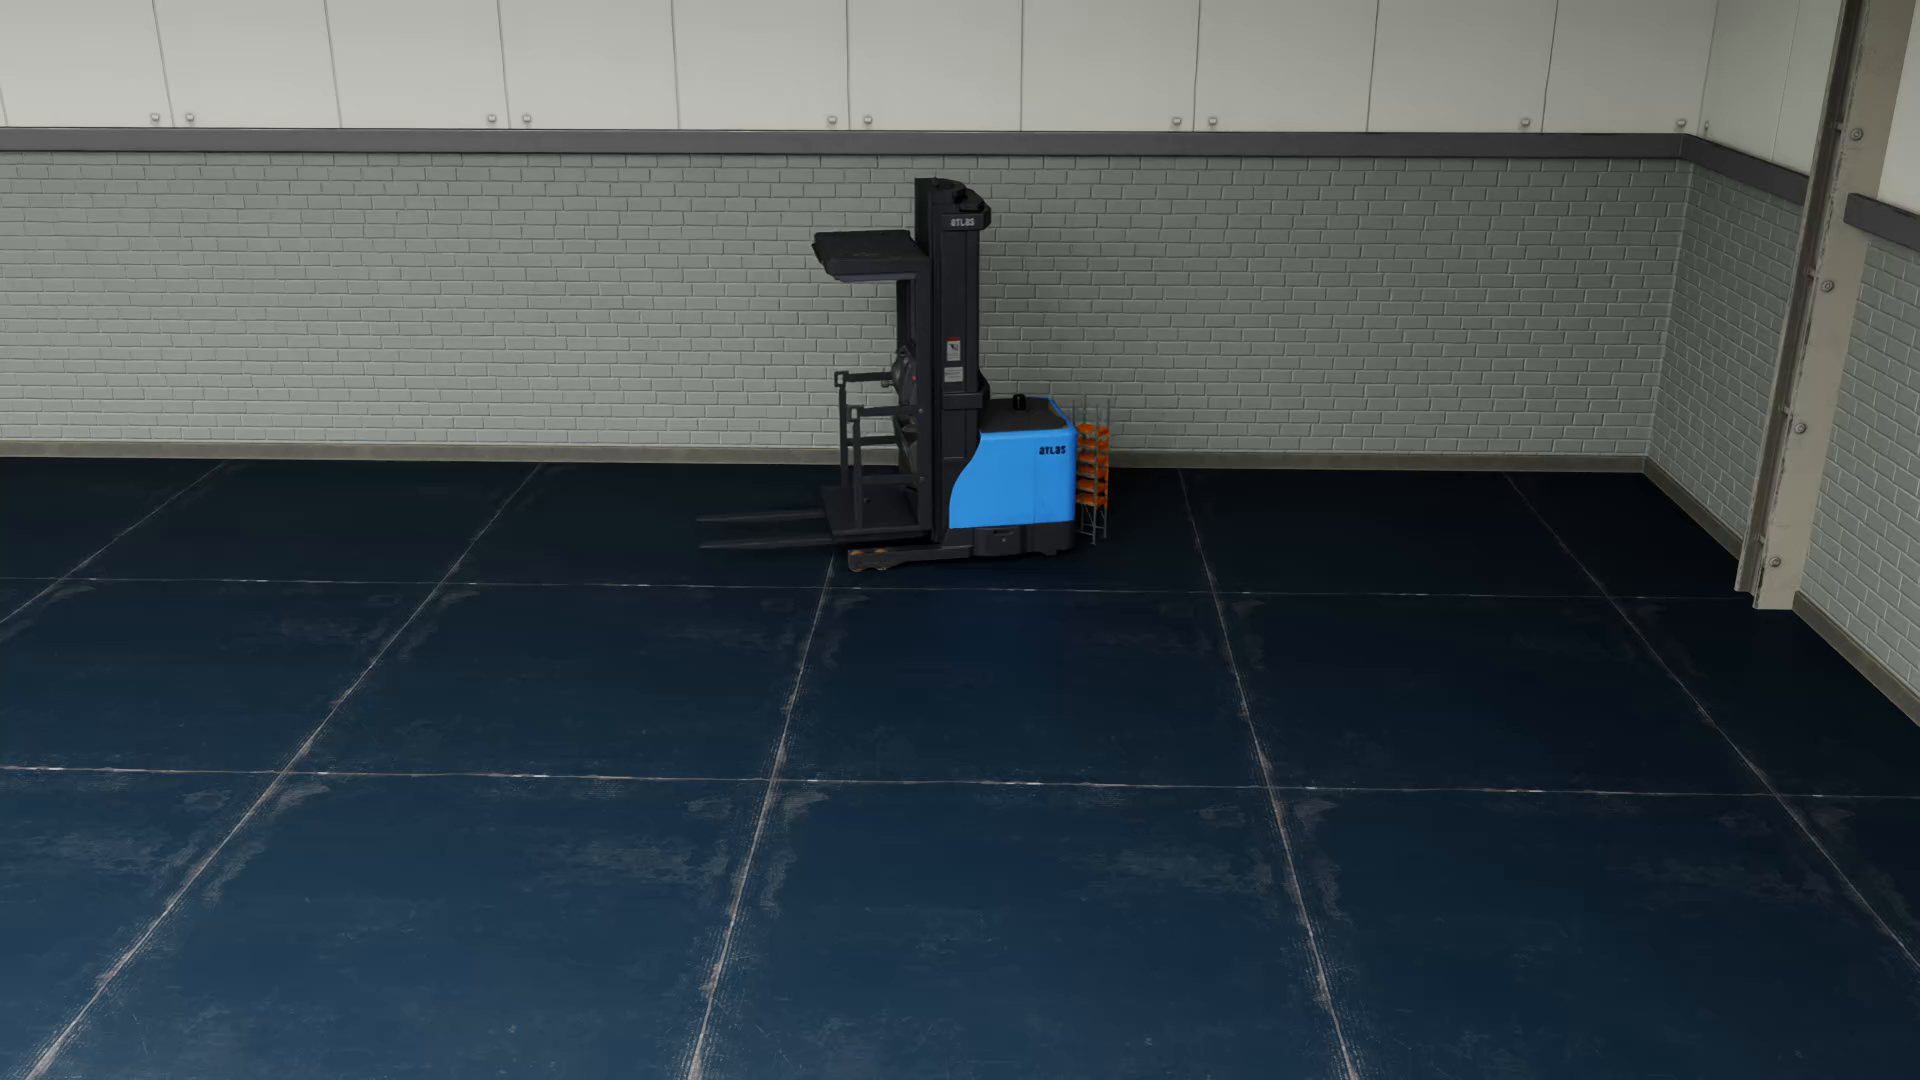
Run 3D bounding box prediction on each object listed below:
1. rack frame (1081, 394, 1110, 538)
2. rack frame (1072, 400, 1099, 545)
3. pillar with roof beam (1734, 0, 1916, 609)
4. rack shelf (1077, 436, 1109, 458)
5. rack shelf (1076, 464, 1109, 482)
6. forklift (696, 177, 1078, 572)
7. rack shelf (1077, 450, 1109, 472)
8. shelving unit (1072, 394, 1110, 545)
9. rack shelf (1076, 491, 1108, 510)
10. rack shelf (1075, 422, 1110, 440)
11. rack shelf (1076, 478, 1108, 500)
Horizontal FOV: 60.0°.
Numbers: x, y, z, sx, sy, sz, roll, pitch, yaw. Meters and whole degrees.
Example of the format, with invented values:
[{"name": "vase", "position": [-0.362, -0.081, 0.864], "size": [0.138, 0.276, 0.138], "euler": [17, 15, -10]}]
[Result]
[{"name": "rack frame", "position": [1.114, -0.601, 13.709], "size": [0.240, 1.200, 0.006], "euler": [13, 24, 32]}, {"name": "rack frame", "position": [1.012, -0.548, 13.568], "size": [0.240, 1.200, 0.006], "euler": [13, 24, 32]}, {"name": "pillar with roof beam", "position": [1.827, -3.795, 11.162], "size": [9.100, 9.000, 0.400], "euler": [1, 21, 2]}, {"name": "rack shelf", "position": [1.062, -0.758, 13.571], "size": [0.258, 0.103, 0.180], "euler": [13, 24, 32]}, {"name": "rack shelf", "position": [1.063, -0.533, 13.654], "size": [0.258, 0.103, 0.180], "euler": [13, 24, 32]}, {"name": "forklift", "position": [-0.621, -1.319, 13.171], "size": [3.031, 2.935, 1.130], "euler": [-4, 22, -9]}, {"name": "rack shelf", "position": [1.063, -0.646, 13.612], "size": [0.258, 0.103, 0.180], "euler": [13, 24, 32]}, {"name": "shelving unit", "position": [1.063, -0.575, 13.639], "size": [0.258, 1.200, 0.189], "euler": [13, 24, 32]}, {"name": "rack shelf", "position": [1.064, -0.308, 13.737], "size": [0.258, 0.103, 0.180], "euler": [13, 24, 32]}, {"name": "rack shelf", "position": [1.062, -0.871, 13.529], "size": [0.258, 0.103, 0.180], "euler": [13, 24, 32]}, {"name": "rack shelf", "position": [1.064, -0.421, 13.696], "size": [0.258, 0.103, 0.180], "euler": [13, 24, 32]}]
